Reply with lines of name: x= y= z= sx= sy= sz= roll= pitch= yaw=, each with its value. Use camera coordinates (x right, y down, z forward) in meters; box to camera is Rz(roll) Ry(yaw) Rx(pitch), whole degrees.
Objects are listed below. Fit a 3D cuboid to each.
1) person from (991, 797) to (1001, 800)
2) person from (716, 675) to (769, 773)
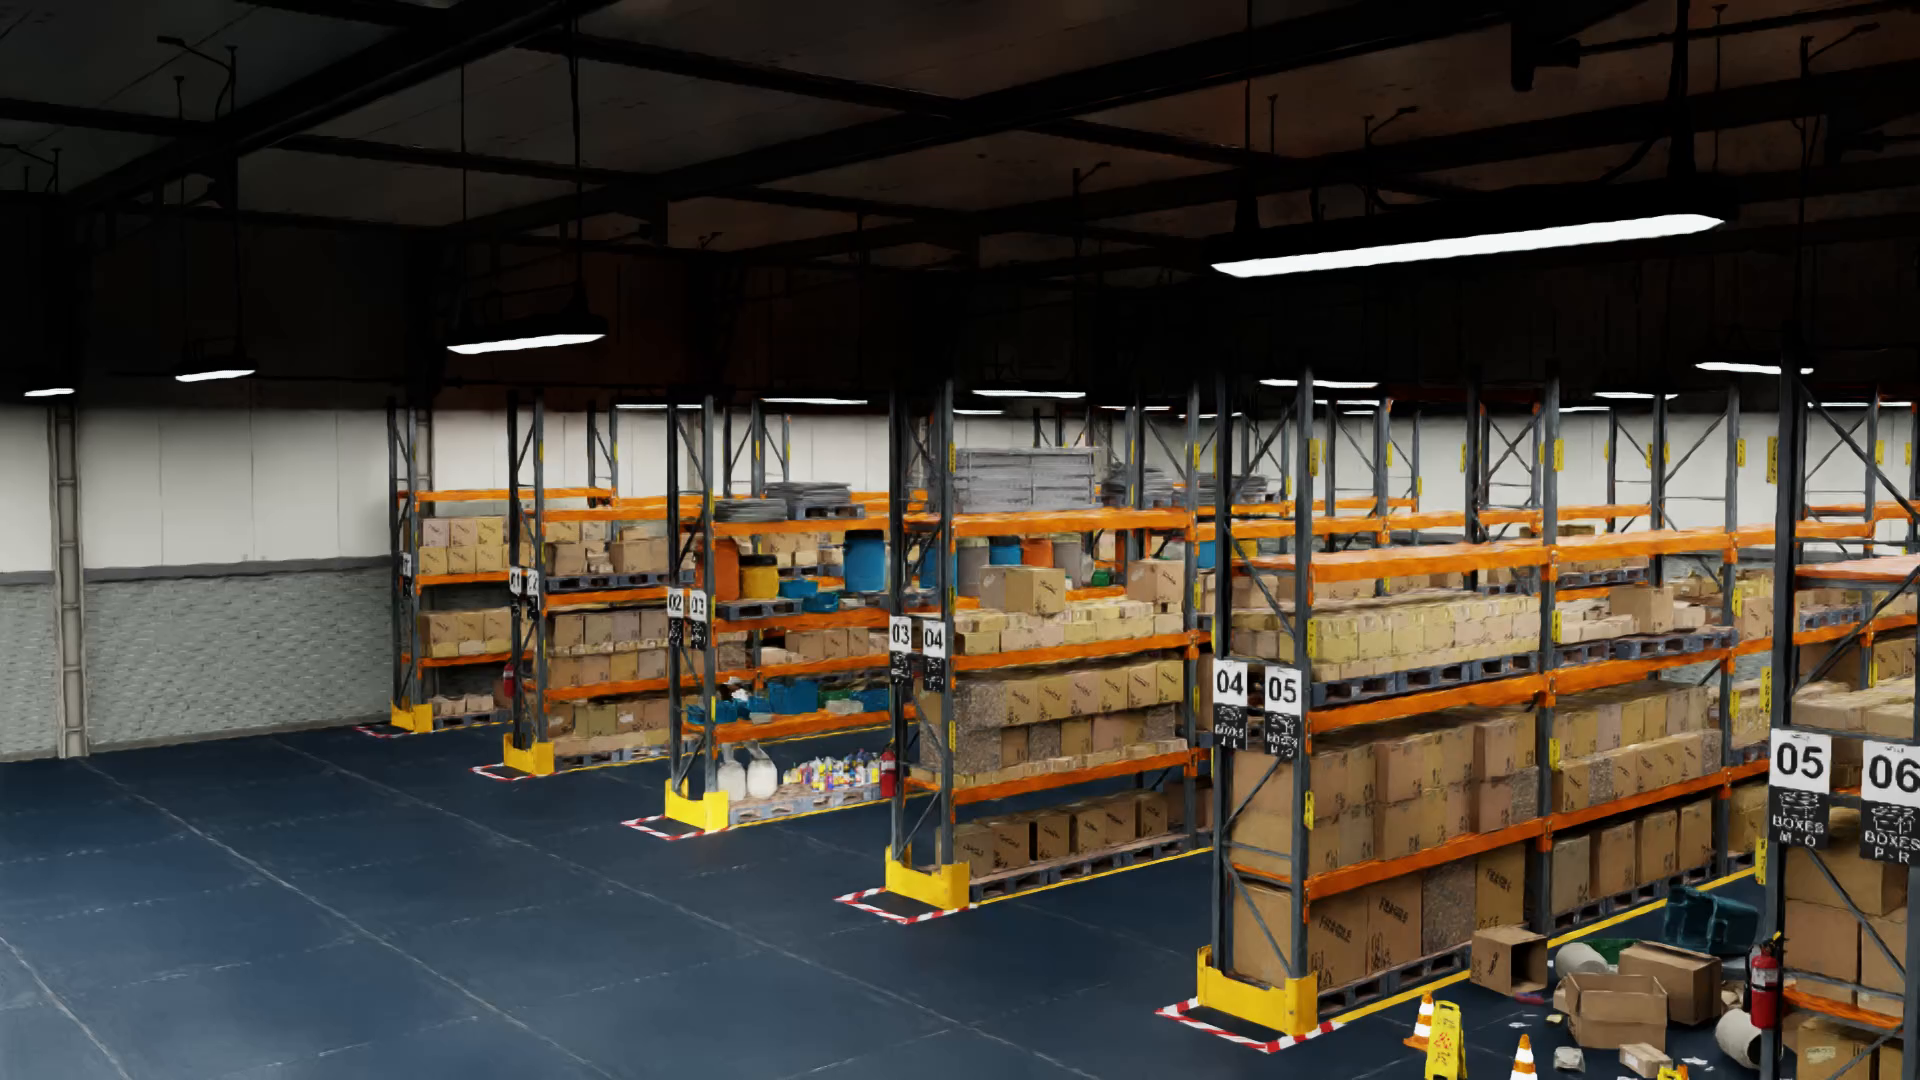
person: x=0.362 y=2.897 z=24.052 sx=0.459 sy=1.725 sz=0.578 roll=1 pitch=4 yaw=24
person: x=-3.298 y=2.871 z=25.528 sx=0.940 sy=1.598 sz=0.534 roll=-1 pitch=4 yaw=-19
